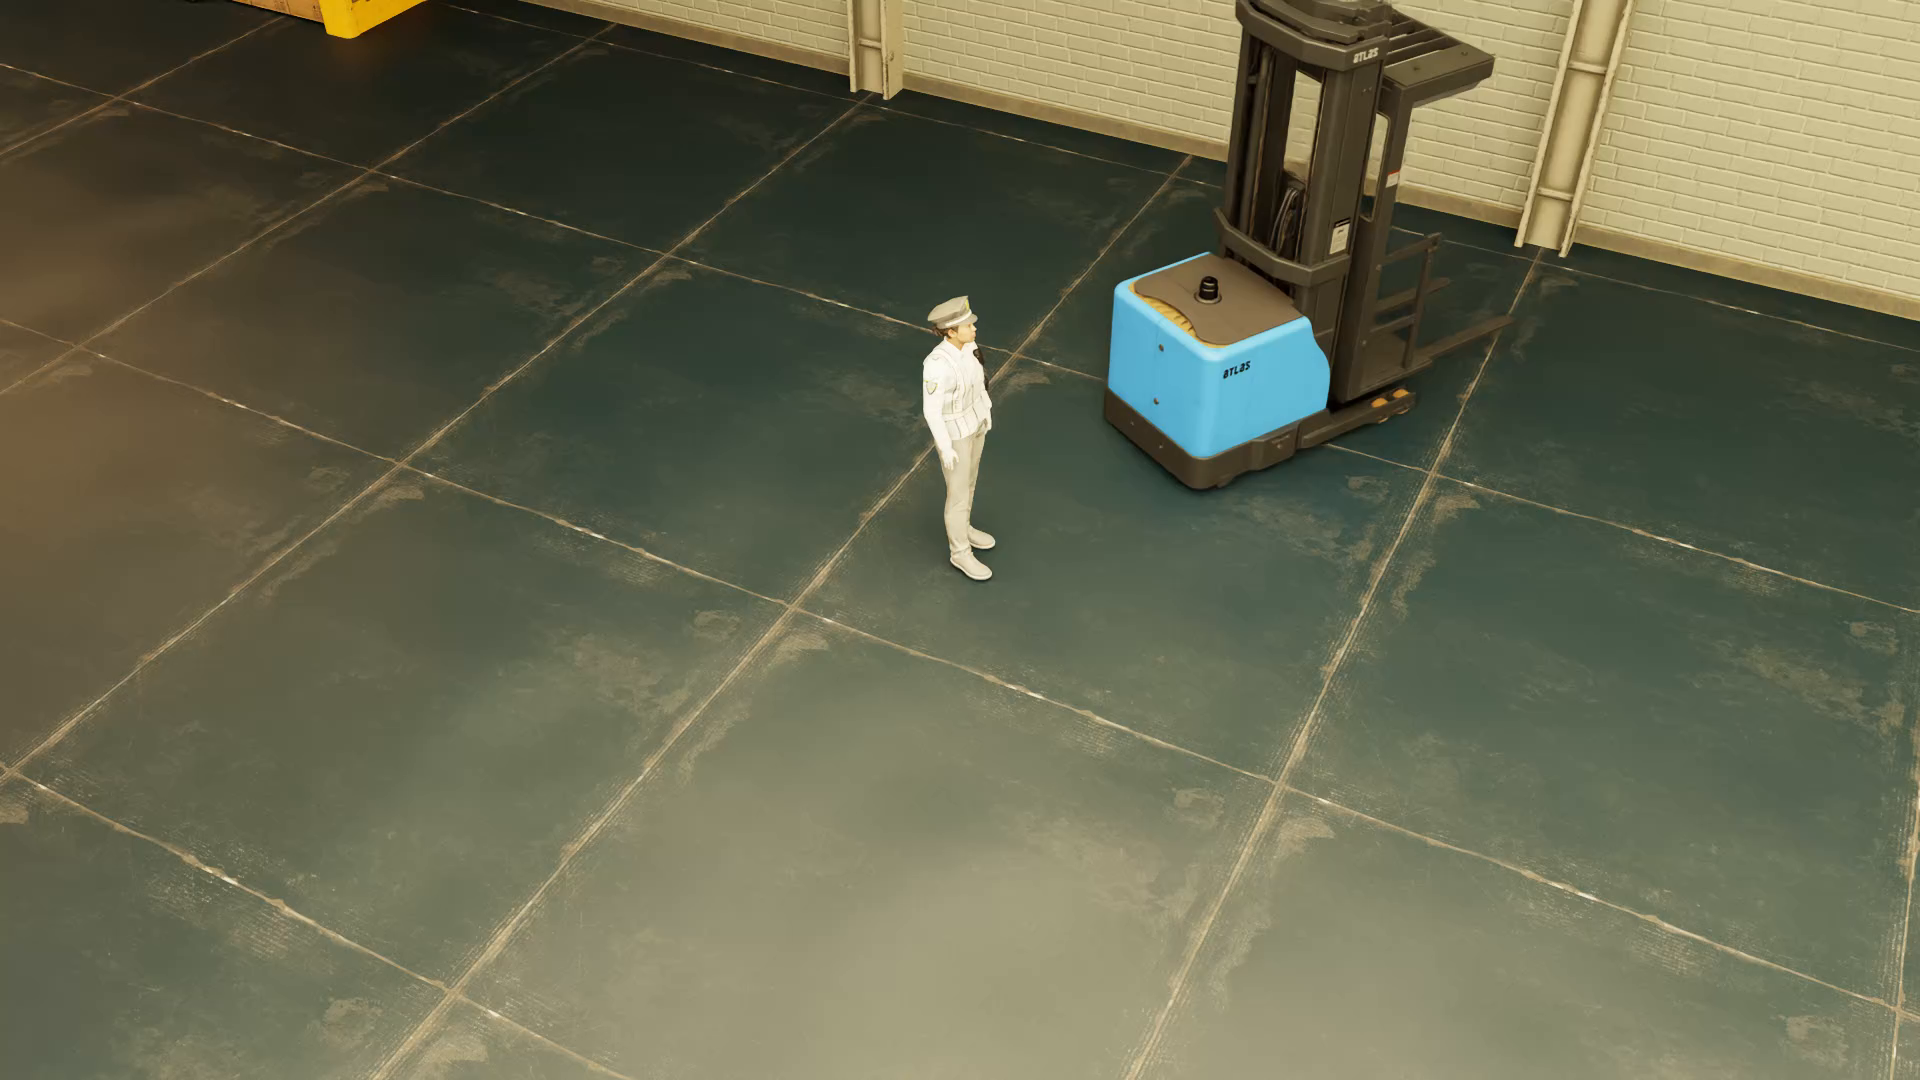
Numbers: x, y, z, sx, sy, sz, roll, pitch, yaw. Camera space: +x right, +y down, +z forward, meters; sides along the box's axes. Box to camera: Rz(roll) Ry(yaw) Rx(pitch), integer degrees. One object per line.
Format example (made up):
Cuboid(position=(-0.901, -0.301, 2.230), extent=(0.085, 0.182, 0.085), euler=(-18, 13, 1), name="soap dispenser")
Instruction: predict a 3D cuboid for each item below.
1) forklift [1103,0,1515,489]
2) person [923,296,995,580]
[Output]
Cuboid(position=(2.479, -2.172, 10.566), extent=(3.031, 2.935, 1.130), euler=(-22, 45, -24), name="forklift")
Cuboid(position=(0.056, -0.629, 9.684), extent=(0.533, 1.694, 0.588), euler=(18, 43, 21), name="person")
